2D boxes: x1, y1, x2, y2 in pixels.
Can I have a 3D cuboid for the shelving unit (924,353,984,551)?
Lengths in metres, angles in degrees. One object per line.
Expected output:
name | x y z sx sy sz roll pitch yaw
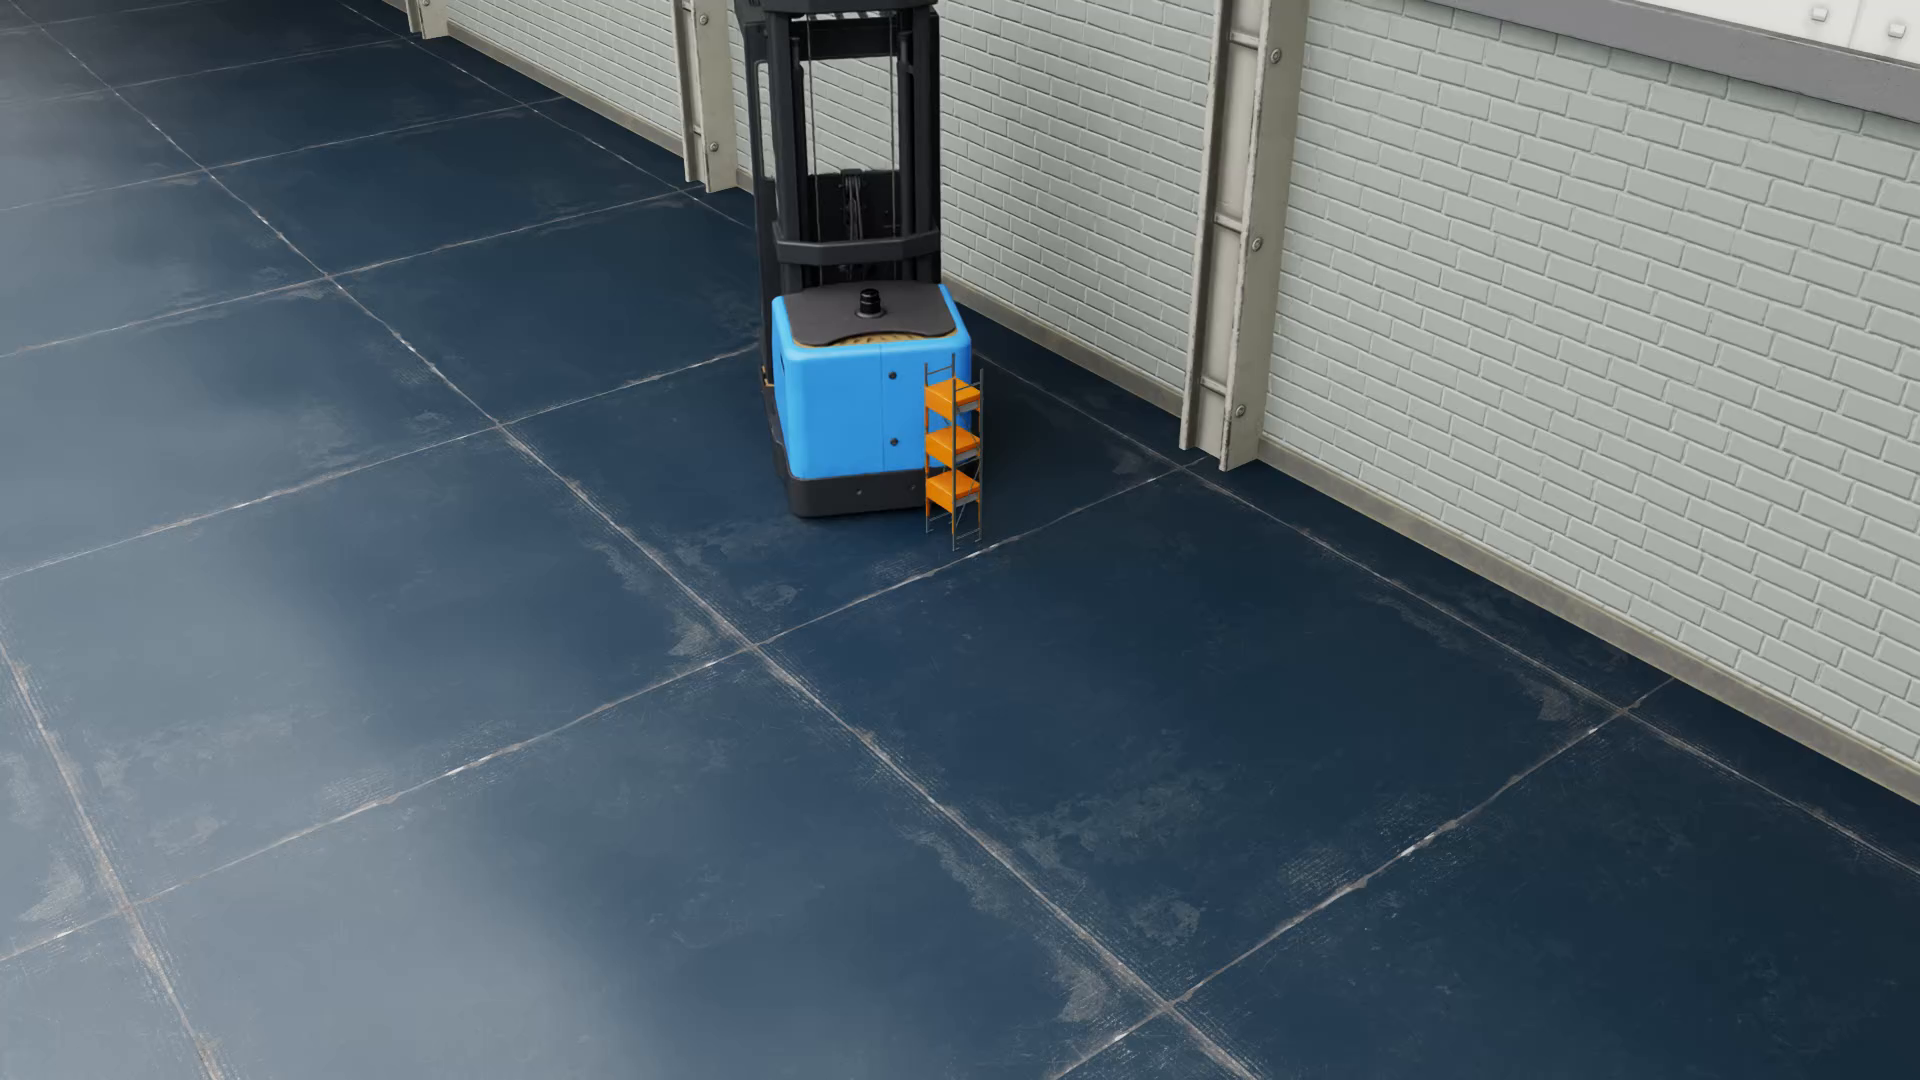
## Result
shelving unit | -0.033 -0.468 9.009 0.215 1.050 0.252 -22 38 -31

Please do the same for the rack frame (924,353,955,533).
rack frame | -0.108 -0.519 9.091 0.200 1.050 0.008 -22 38 -31

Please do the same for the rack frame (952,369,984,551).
rack frame | 0.042 -0.417 8.927 0.200 1.050 0.008 -22 38 -31

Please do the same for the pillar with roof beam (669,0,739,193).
pillar with roof beam | -5.502 -5.468 9.525 9.100 9.000 0.400 -22 38 -31

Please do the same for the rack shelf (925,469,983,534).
rack shelf | -0.033 -0.223 9.161 0.215 0.259 0.240 -22 38 -31

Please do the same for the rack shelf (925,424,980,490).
rack shelf | -0.033 -0.459 9.014 0.215 0.259 0.240 -22 38 -31

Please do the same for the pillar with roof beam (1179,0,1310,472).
pillar with roof beam | -1.823 -2.968 5.499 9.100 9.000 0.400 -22 38 -31

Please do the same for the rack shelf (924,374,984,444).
rack shelf | -0.033 -0.700 8.865 0.215 0.259 0.240 -22 38 -31

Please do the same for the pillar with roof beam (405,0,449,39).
pillar with roof beam | -9.181 -7.969 13.551 9.100 9.000 0.400 -22 38 -31

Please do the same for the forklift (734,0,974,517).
forklift | -0.702 -2.139 9.916 1.130 2.935 3.031 -6 32 -9
